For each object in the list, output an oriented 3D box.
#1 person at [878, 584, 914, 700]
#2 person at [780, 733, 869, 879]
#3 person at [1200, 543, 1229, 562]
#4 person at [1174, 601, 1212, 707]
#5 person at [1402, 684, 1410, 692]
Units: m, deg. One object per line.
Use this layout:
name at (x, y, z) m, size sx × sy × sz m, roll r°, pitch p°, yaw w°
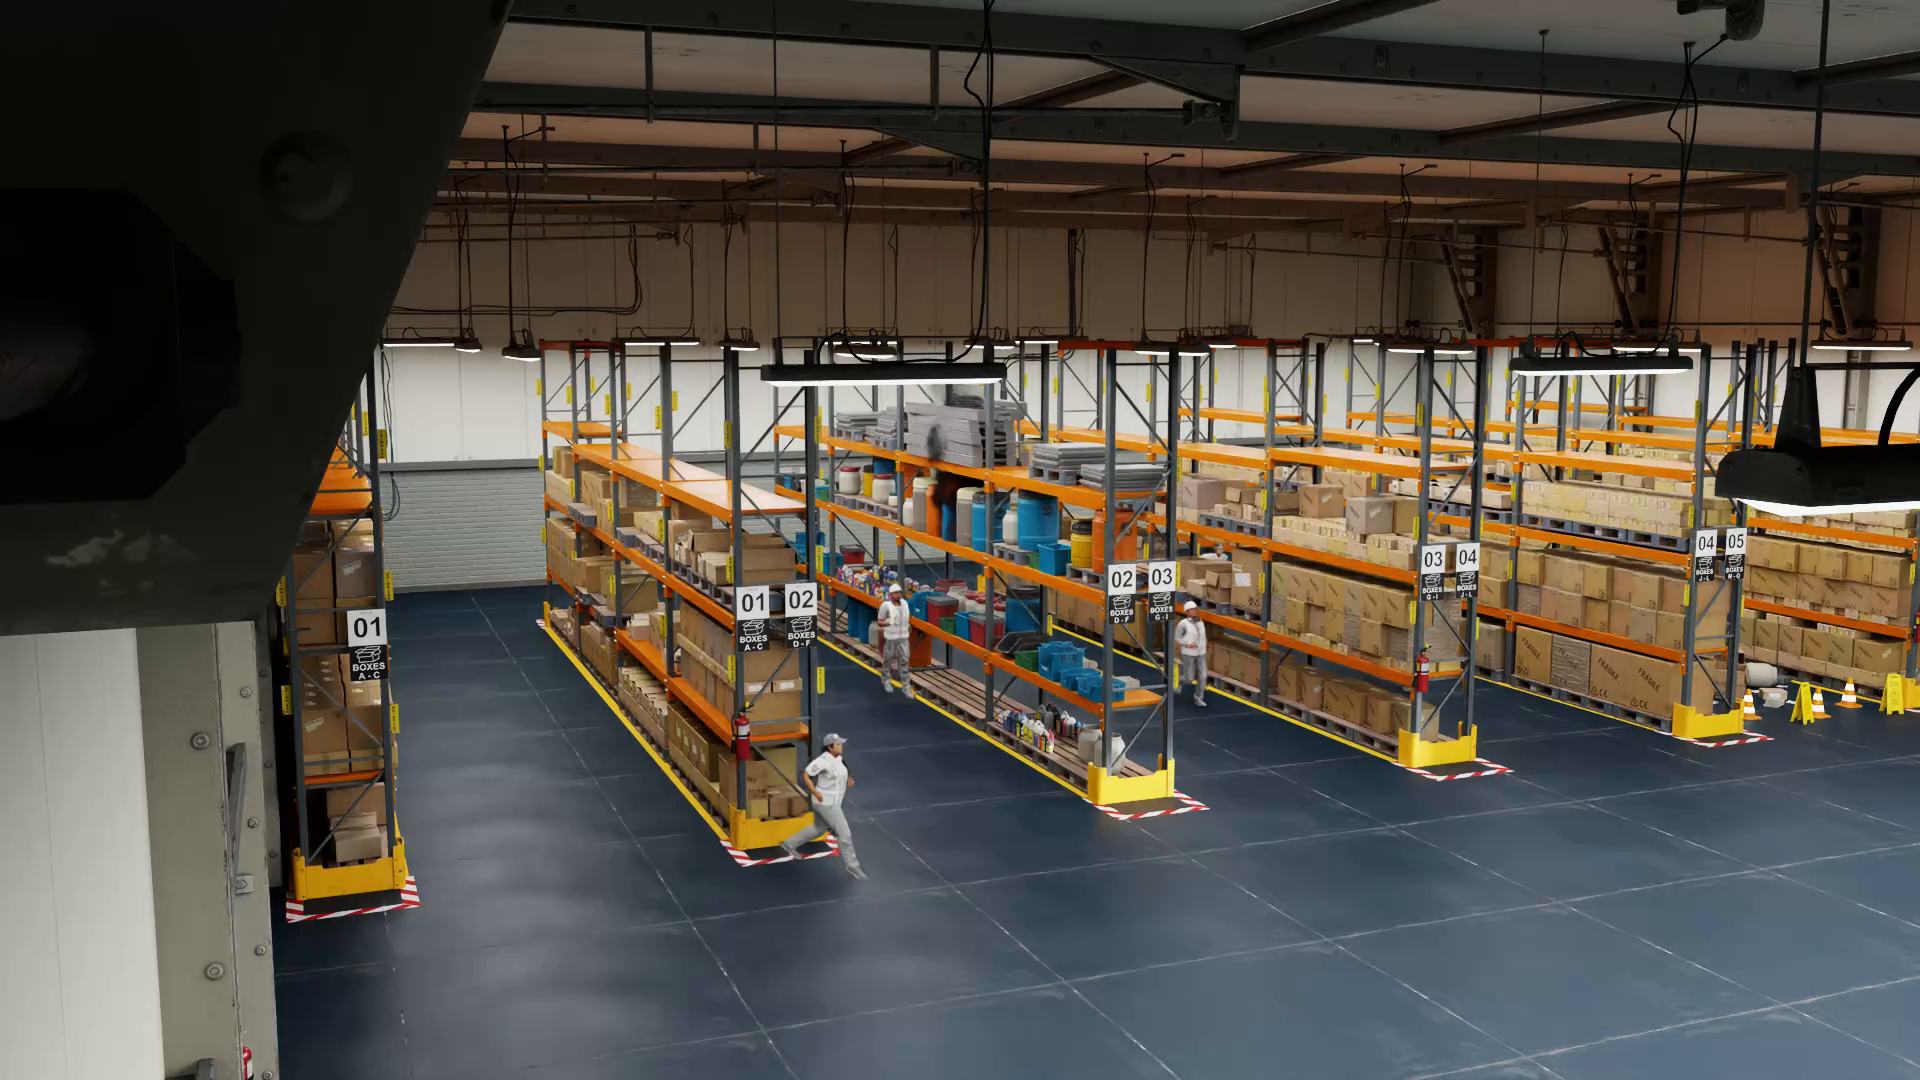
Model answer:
person at (-1.036, 1.617, 27.015) m, size 0.668 × 1.821 × 0.799 m, roll -4°, pitch 8°, yaw -27°
person at (-1.561, 3.051, 19.150) m, size 1.052 × 1.708 × 0.560 m, roll 1°, pitch 7°, yaw 5°
person at (5.511, 0.835, 35.997) m, size 0.600 × 1.608 × 0.827 m, roll -3°, pitch 8°, yaw -21°
person at (3.875, 1.883, 27.684) m, size 0.669 × 1.728 × 0.760 m, roll -4°, pitch 8°, yaw -25°
person at (7.629, 1.780, 28.782) m, size 0.589 × 1.637 × 0.829 m, roll -5°, pitch 9°, yaw -33°
